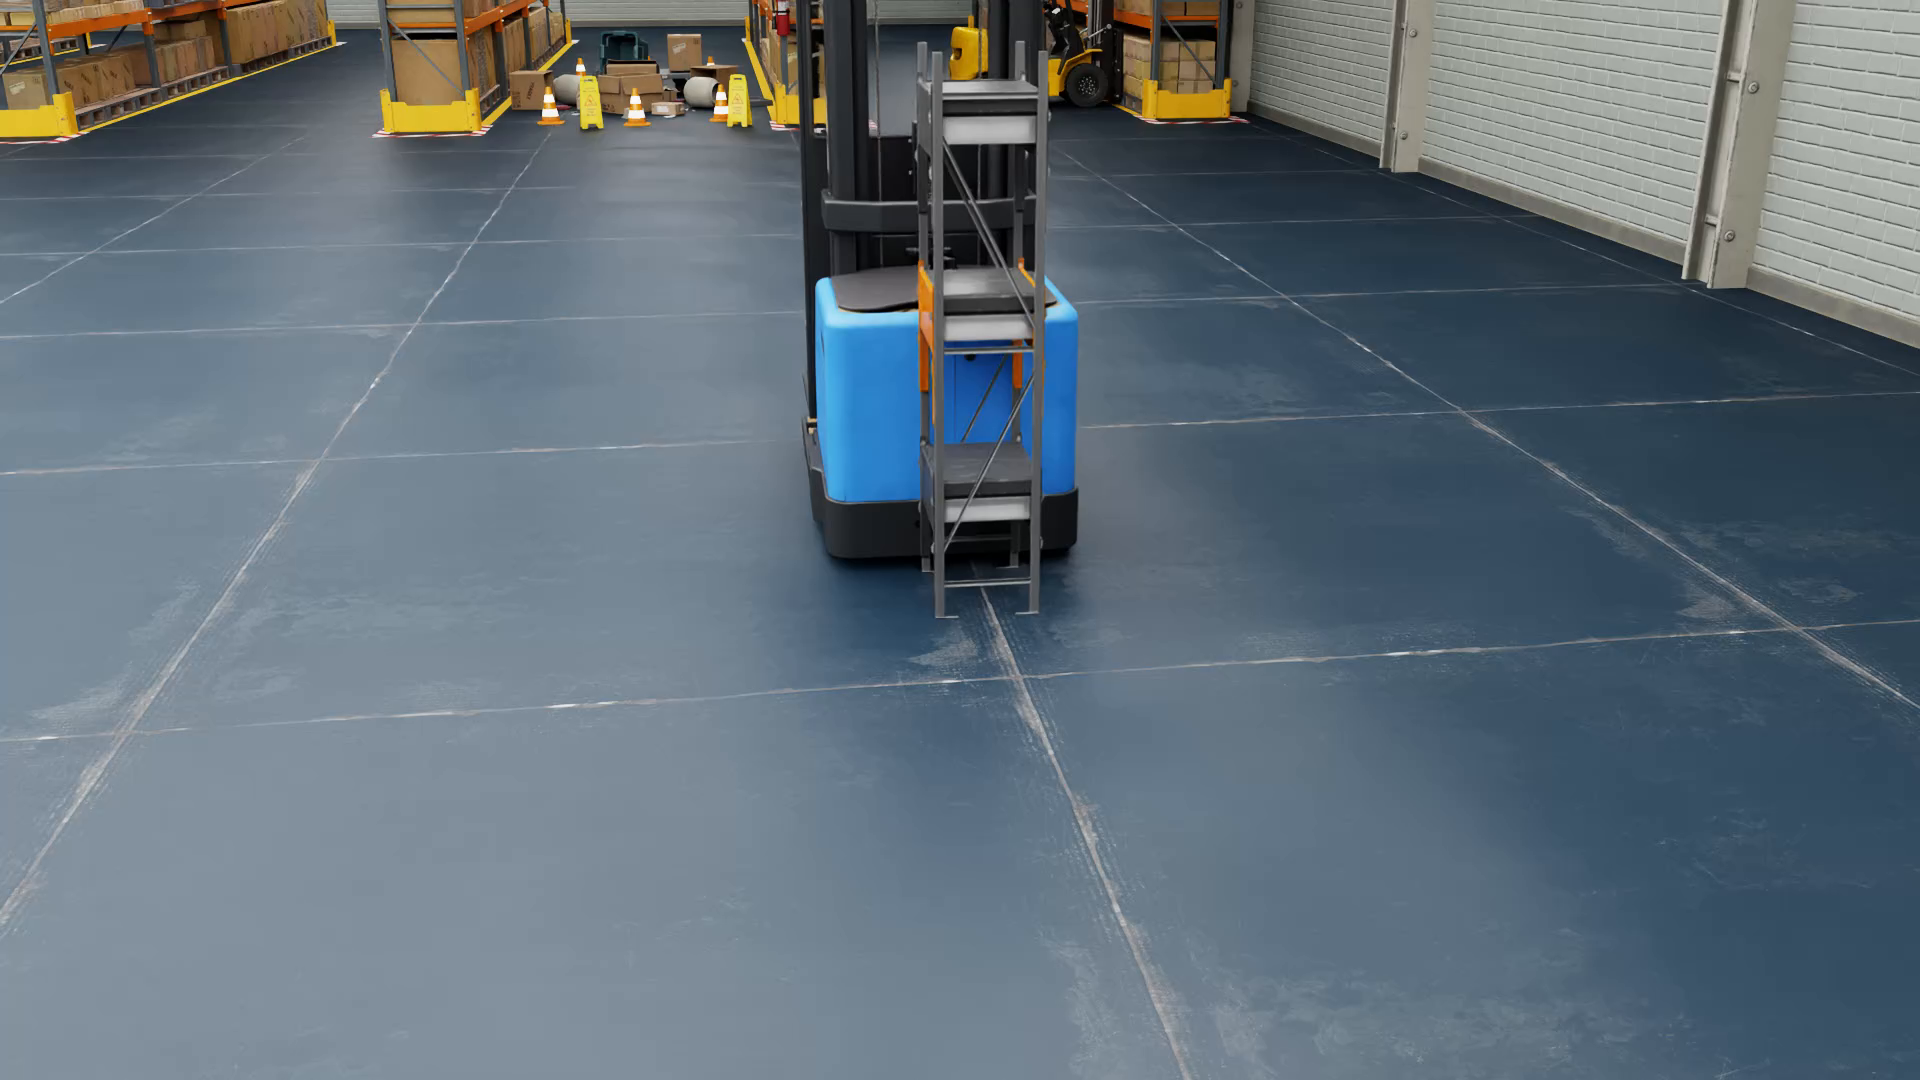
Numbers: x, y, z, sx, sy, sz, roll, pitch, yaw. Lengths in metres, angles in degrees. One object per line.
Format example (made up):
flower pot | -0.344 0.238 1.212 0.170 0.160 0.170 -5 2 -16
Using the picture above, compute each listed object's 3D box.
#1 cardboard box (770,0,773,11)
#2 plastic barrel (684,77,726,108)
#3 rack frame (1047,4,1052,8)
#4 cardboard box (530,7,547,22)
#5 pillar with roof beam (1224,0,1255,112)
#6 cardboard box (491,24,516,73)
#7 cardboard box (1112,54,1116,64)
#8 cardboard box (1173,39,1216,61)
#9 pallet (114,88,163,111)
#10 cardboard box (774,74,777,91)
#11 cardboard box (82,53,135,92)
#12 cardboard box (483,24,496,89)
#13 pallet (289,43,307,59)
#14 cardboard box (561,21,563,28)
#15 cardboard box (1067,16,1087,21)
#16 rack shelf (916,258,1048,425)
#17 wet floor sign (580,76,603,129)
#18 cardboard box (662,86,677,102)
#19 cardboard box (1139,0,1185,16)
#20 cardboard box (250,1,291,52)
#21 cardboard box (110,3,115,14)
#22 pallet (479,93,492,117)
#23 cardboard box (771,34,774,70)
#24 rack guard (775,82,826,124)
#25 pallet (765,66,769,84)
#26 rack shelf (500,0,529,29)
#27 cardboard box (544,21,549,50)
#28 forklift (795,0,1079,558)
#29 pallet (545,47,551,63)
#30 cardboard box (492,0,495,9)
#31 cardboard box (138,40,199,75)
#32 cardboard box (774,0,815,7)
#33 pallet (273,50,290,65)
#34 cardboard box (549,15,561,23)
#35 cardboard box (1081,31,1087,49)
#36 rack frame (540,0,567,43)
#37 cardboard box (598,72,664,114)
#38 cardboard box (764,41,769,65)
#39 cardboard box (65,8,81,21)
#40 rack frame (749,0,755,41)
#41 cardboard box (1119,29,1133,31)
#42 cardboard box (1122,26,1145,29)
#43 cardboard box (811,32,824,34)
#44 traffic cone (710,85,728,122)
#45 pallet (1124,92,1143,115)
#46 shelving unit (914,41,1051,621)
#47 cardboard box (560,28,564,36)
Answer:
cardboard box | -2.510 -7.629 23.714 0.380 0.149 0.250 -3 21 -7
plastic barrel | -3.633 -6.362 23.646 0.512 0.421 0.421 12 24 30
rack frame | 1.345 -11.337 33.282 1.000 3.000 0.127 -3 21 -8
cardboard box | -8.093 -9.932 31.423 0.500 0.250 0.500 -3 21 -9
pillar with roof beam | -0.394 -10.062 21.294 9.100 9.000 0.400 -3 21 -8
cardboard box | -7.611 -7.718 26.209 1.050 0.750 0.750 -3 21 -8
cardboard box | 2.470 -7.003 24.294 0.500 0.250 0.500 -3 21 -8
cardboard box | 3.193 -6.735 22.862 0.500 0.250 0.500 -3 21 -9
pallet | -12.088 -6.278 23.724 1.003 0.211 1.213 -3 21 -8
cardboard box | -2.367 -6.466 23.571 0.500 0.250 0.500 -4 21 -10
cardboard box | -12.202 -6.701 23.842 0.500 0.500 0.500 -4 21 -9
cardboard box | -7.276 -7.011 24.136 0.875 0.875 0.875 -3 21 -7
pallet | -13.405 -9.546 32.474 1.003 0.211 1.213 -3 21 -8
cardboard box | -8.668 -11.018 35.477 0.380 0.149 0.250 -3 21 -9
cardboard box | 2.155 -9.478 30.350 0.380 0.149 0.250 -2 21 -5
rack shelf | 0.074 -0.757 6.280 0.431 0.518 0.480 -3 21 -7
wet floor sign | -4.757 -5.633 21.375 0.267 0.644 0.232 -7 21 -17
cardboard box | -4.420 -6.644 24.626 0.396 0.266 0.258 17 27 39
cardboard box | 2.744 -7.386 22.562 0.500 0.500 0.500 -3 21 -9
cardboard box | -13.261 -9.566 30.978 1.225 0.875 0.875 -3 21 -8
cardboard box | -11.843 -7.287 22.800 0.380 0.149 0.250 -3 21 -8
pallet | -7.086 -6.034 23.069 1.003 0.211 1.213 -3 21 -8
cardboard box | -2.507 -7.173 24.391 0.500 0.500 0.500 -2 21 -6
rack guard | -1.848 -5.786 21.992 1.175 0.500 0.348 -3 21 -8
pallet | -2.706 -7.702 27.535 1.003 0.211 1.213 -3 21 -8
rack shelf | -7.585 -8.386 26.410 1.077 0.370 4.000 -3 21 -8
cardboard box | -8.094 -9.583 31.558 0.500 0.500 0.500 -3 21 -9
forklift | -0.210 -1.774 7.777 1.130 2.935 3.031 -3 21 -7
pallet | -8.337 -9.225 31.613 1.003 0.211 1.213 -3 21 -8
cardboard box | -7.232 -7.974 24.064 0.875 0.550 0.550 -3 21 -8
cardboard box | -12.499 -7.617 26.267 0.700 0.500 0.500 -1 21 -3
cardboard box | -2.188 -7.291 21.881 0.500 0.500 0.500 -3 21 -9
pallet | -13.187 -9.016 31.053 1.003 0.211 1.213 -3 21 -8
cardboard box | -8.489 -10.799 34.466 0.380 0.149 0.250 -2 21 -6
cardboard box | 2.412 -7.831 26.690 0.875 0.625 0.625 -2 21 -5
rack frame | -9.027 -12.185 35.555 1.000 3.000 0.127 -3 21 -8
cardboard box | -4.595 -6.241 23.208 0.637 0.503 0.797 17 27 39
cardboard box | -2.804 -8.215 28.079 0.950 0.372 0.625 -3 21 -9
cardboard box | -11.572 -6.771 21.416 0.380 0.149 0.250 -3 21 -8
rack frame | -4.143 -12.470 36.317 1.000 3.000 0.127 -3 21 -8
cardboard box | 2.321 -7.583 25.133 0.500 0.250 0.500 -3 21 -8
cardboard box | 2.760 -7.783 25.669 0.500 0.250 0.500 -3 21 -7
cardboard box | -1.987 -7.208 24.486 0.500 0.500 0.500 -3 21 -7
traffic cone | -3.175 -5.826 22.153 0.336 0.463 0.334 -3 21 -8
pallet | 2.923 -6.138 23.349 1.003 0.211 1.213 -3 21 -8
shelving unit | 0.074 -0.769 6.275 0.431 2.100 0.503 -3 21 -7
cardboard box | -8.607 -10.791 35.295 0.380 0.149 0.250 -2 21 -6
